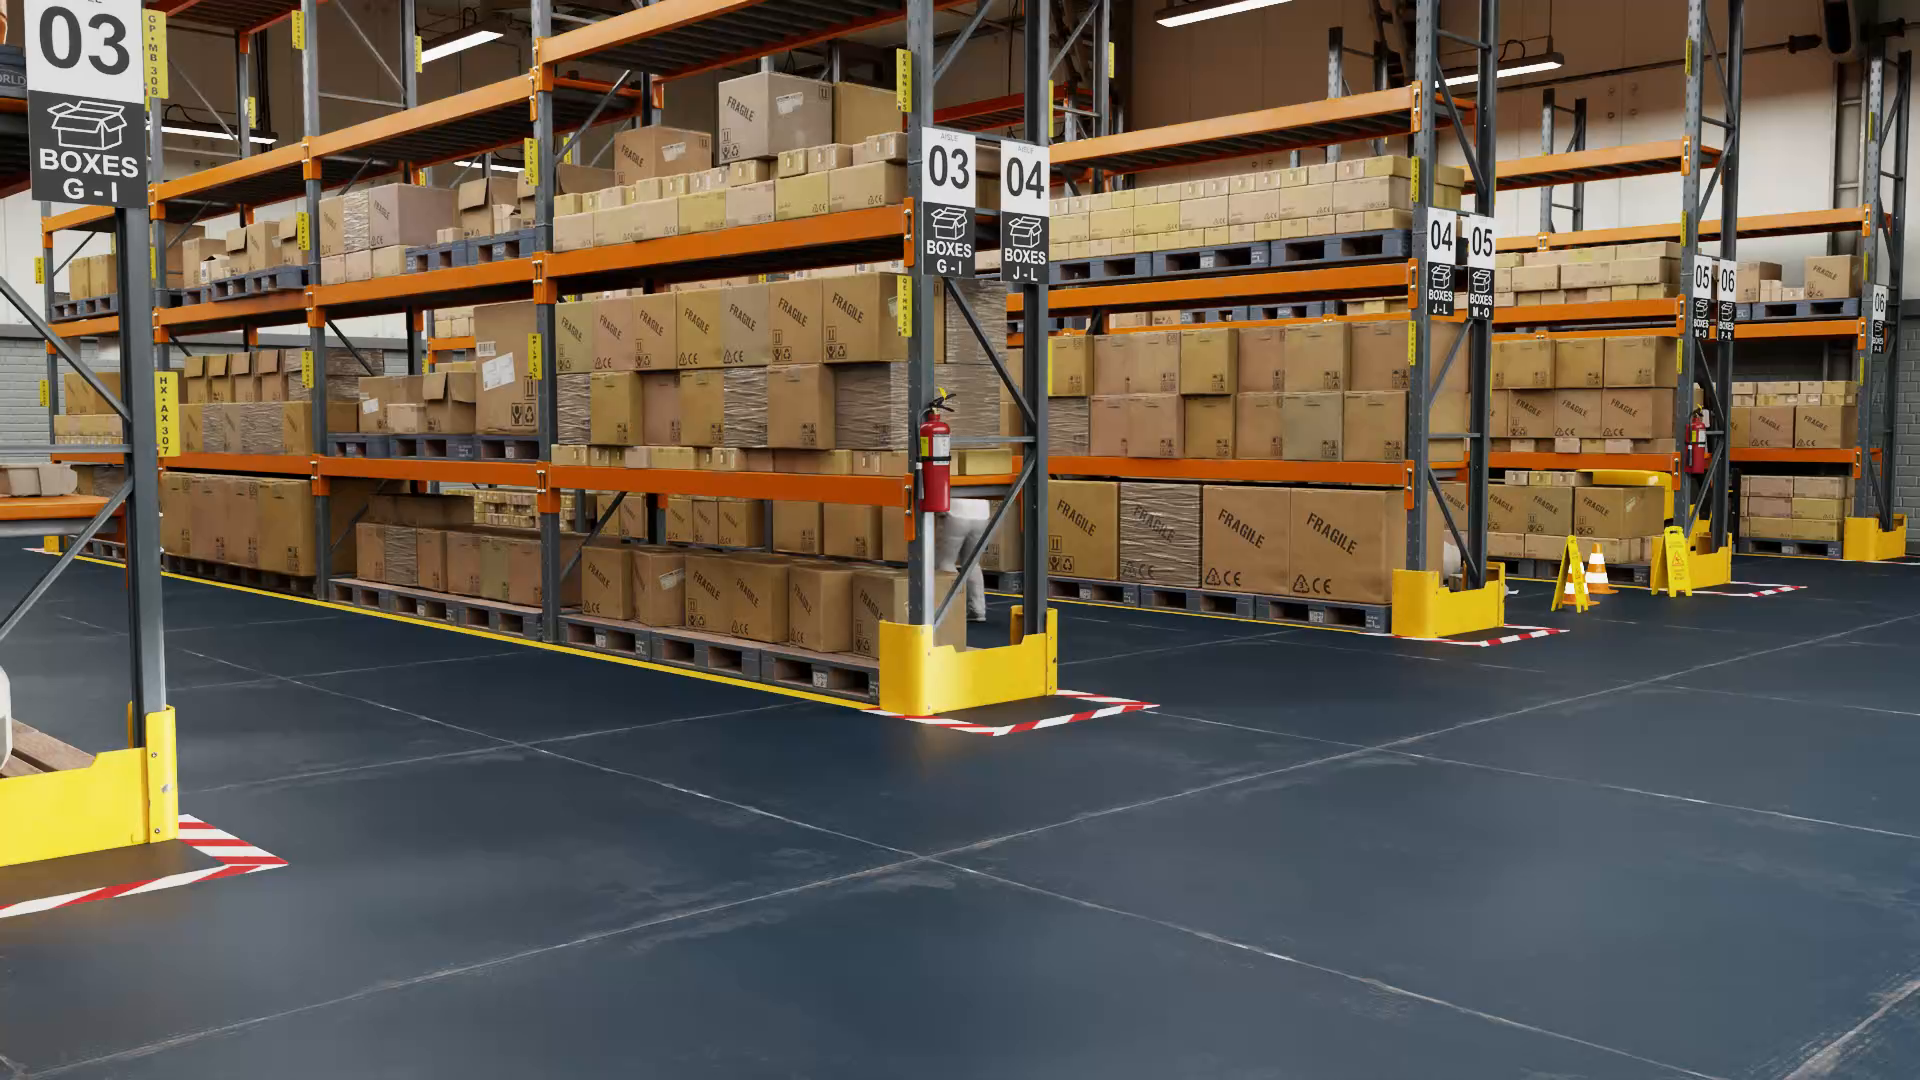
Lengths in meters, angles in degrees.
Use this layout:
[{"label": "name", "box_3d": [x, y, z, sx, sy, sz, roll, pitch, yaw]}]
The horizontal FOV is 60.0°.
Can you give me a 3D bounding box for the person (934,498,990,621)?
[{"label": "person", "box_3d": [0.002, -0.159, 13.315, 0.513, 1.657, 0.426, -4, 6, -45]}]
